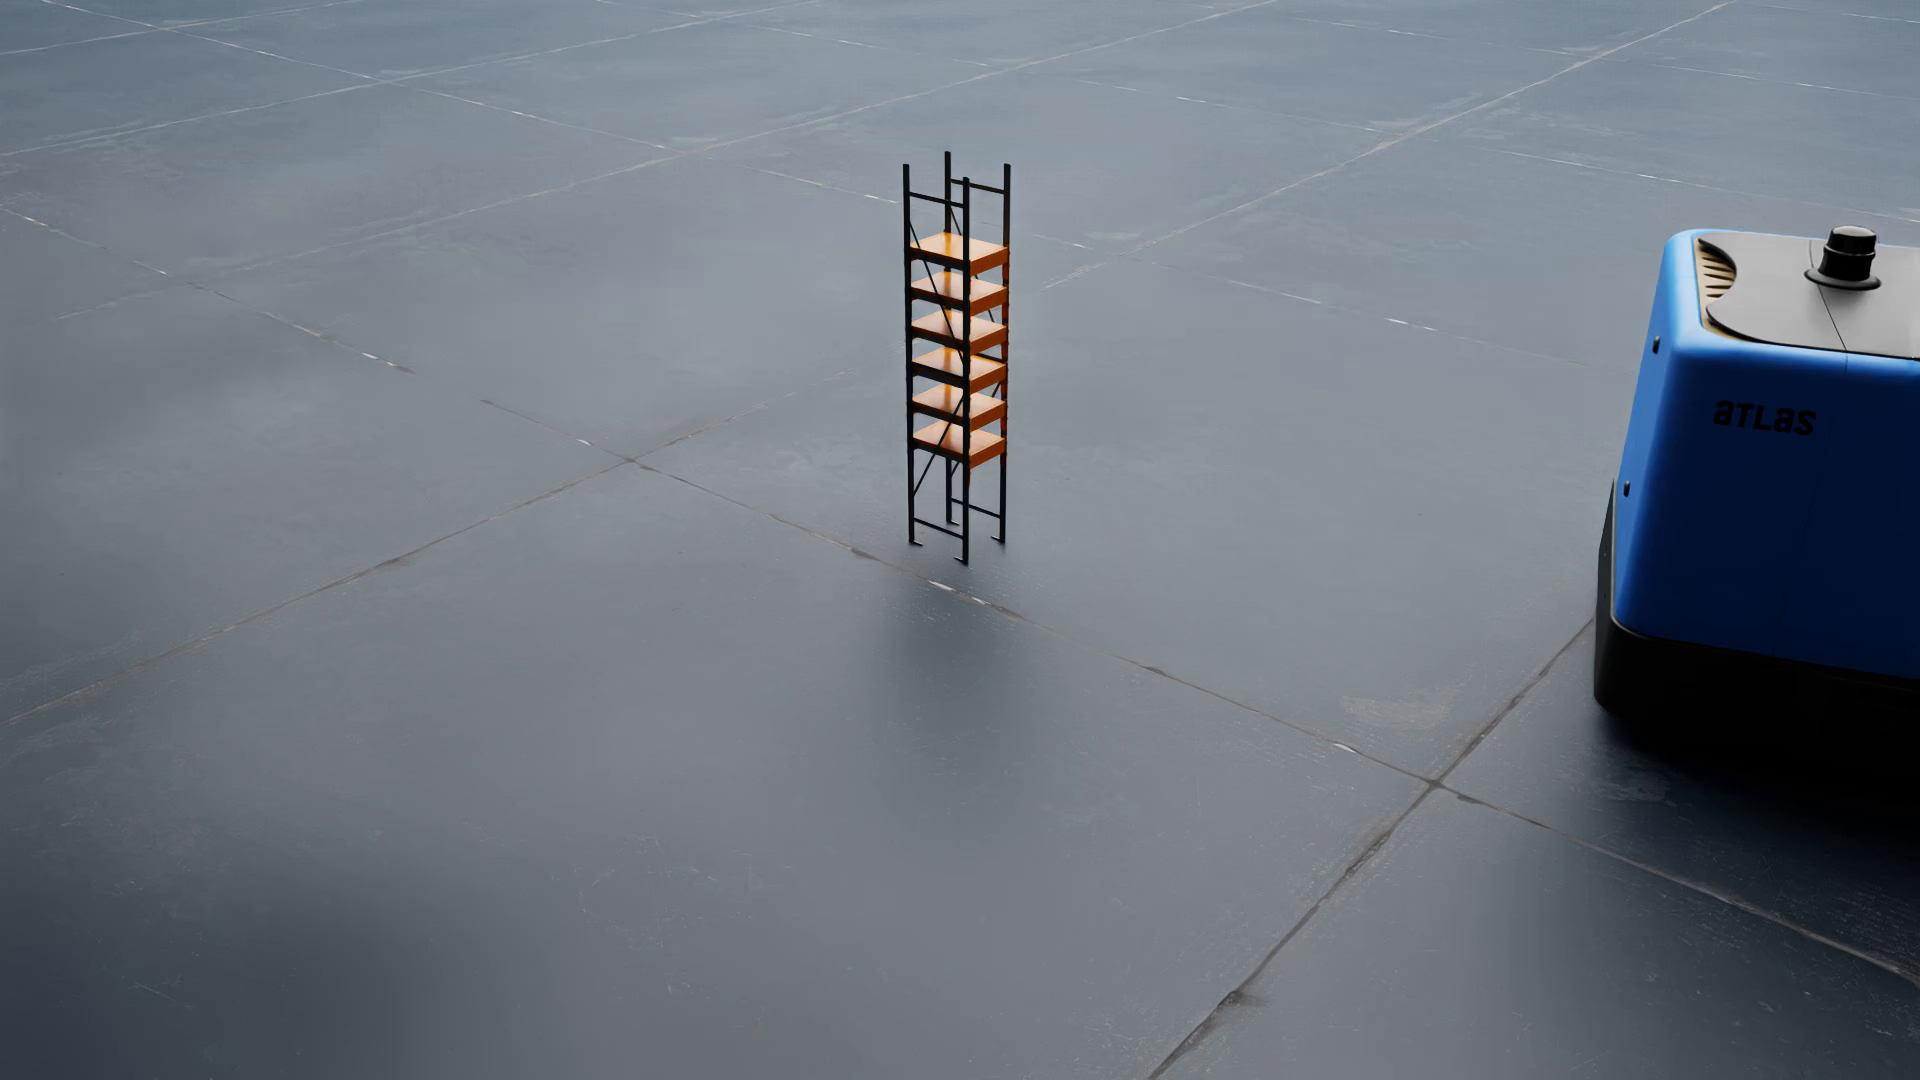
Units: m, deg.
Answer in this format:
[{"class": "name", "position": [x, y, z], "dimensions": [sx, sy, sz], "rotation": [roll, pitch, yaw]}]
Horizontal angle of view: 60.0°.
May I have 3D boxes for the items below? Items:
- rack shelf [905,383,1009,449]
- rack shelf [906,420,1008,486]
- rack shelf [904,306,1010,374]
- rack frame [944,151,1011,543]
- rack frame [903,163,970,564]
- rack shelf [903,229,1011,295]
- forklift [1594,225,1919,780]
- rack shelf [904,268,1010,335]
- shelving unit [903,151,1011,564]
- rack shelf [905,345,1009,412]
[{"class": "rack shelf", "position": [-0.009, -0.382, 5.040], "dimensions": [0.258, 0.103, 0.180], "rotation": [21, 34, 34]}, {"class": "rack shelf", "position": [-0.009, -0.275, 5.095], "dimensions": [0.258, 0.103, 0.180], "rotation": [21, 34, 34]}, {"class": "rack shelf", "position": [-0.009, -0.595, 4.930], "dimensions": [0.258, 0.103, 0.180], "rotation": [21, 34, 34]}, {"class": "rack frame", "position": [0.049, -0.560, 5.027], "dimensions": [0.240, 1.200, 0.006], "rotation": [21, 34, 34]}, {"class": "rack frame", "position": [-0.067, -0.495, 4.902], "dimensions": [0.240, 1.200, 0.006], "rotation": [21, 34, 34]}, {"class": "rack shelf", "position": [-0.009, -0.808, 4.819], "dimensions": [0.258, 0.103, 0.180], "rotation": [21, 34, 34]}, {"class": "forklift", "position": [3.215, -0.785, 3.578], "dimensions": [3.031, 2.935, 1.130], "rotation": [9, 29, 17]}, {"class": "rack shelf", "position": [-0.009, -0.701, 4.875], "dimensions": [0.258, 0.103, 0.180], "rotation": [21, 34, 34]}, {"class": "shelving unit", "position": [-0.009, -0.528, 4.964], "dimensions": [0.258, 1.200, 0.189], "rotation": [21, 34, 34]}, {"class": "rack shelf", "position": [-0.009, -0.488, 4.985], "dimensions": [0.258, 0.103, 0.180], "rotation": [21, 34, 34]}]
